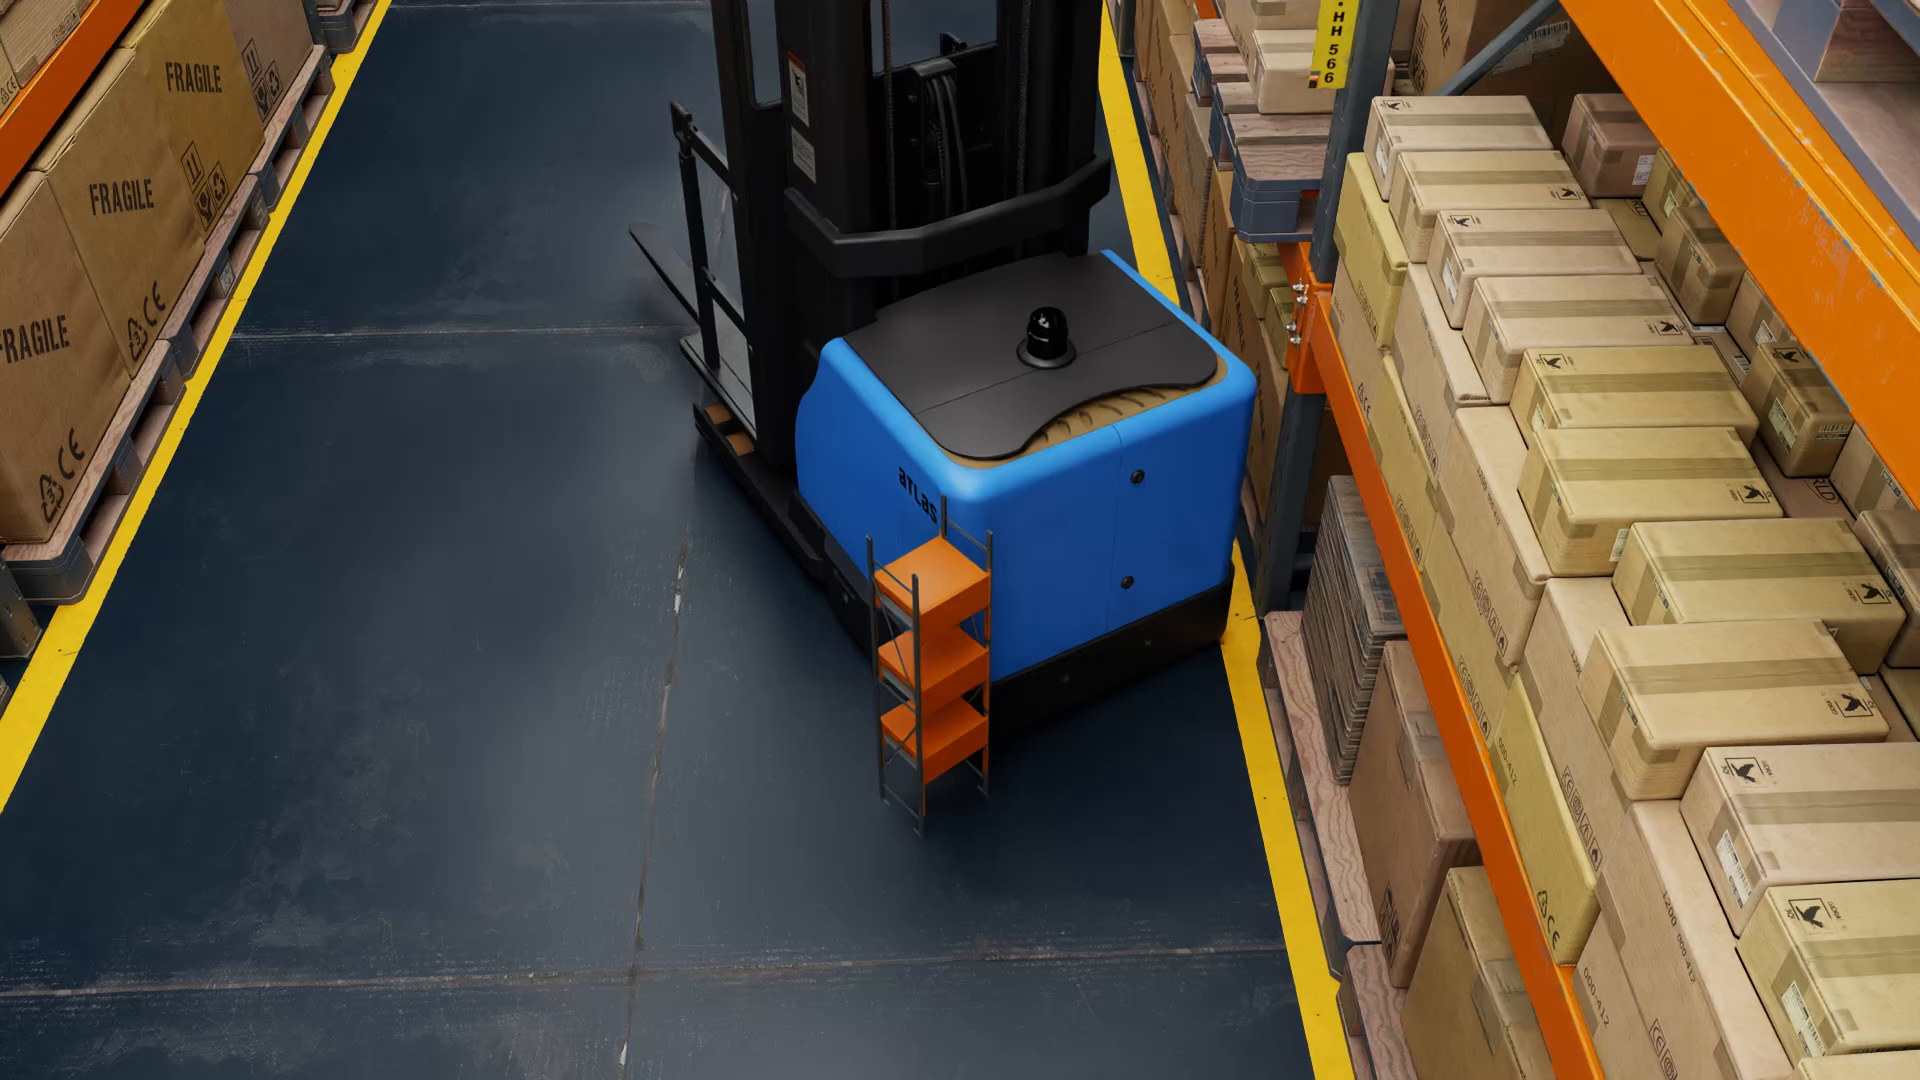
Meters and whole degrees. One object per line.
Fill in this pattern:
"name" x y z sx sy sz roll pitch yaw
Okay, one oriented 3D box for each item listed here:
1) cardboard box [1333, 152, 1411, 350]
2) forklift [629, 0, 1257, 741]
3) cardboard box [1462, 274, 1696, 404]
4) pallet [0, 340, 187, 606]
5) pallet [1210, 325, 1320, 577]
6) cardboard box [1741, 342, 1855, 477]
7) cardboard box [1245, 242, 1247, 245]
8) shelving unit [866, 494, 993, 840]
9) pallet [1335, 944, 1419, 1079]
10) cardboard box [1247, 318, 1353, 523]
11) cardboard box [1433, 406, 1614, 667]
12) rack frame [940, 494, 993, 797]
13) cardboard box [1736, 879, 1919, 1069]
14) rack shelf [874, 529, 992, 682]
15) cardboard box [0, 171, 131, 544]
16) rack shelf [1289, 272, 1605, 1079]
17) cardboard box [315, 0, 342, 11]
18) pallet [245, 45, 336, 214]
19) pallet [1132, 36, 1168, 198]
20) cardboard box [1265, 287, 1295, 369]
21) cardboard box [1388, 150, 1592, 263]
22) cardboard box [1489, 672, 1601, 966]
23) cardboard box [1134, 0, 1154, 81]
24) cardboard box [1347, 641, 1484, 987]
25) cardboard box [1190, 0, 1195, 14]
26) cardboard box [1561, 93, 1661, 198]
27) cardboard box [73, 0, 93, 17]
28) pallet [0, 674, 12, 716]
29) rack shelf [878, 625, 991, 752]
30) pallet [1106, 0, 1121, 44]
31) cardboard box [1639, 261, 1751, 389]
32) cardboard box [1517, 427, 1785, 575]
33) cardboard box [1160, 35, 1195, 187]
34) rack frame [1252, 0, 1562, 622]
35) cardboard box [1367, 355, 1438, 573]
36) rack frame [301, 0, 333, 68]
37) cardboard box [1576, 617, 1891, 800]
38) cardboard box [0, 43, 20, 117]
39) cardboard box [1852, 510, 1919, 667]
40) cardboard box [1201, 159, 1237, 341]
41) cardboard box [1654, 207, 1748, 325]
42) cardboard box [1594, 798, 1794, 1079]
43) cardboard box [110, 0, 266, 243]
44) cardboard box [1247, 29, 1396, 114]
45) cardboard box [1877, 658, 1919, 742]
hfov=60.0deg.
"cardboard box" 1.225 -0.714 4.051 0.500 0.250 0.500 -2 43 -2
"forklift" -0.315 -1.449 5.161 1.130 2.935 3.031 -21 47 -22
"cardboard box" 1.268 -0.416 3.430 0.380 0.149 0.250 -1 43 -1
"pallet" -3.442 -0.254 5.871 1.003 0.211 1.213 -2 43 -2
"pallet" 1.482 -0.370 5.997 1.003 0.211 1.213 -2 43 -2
"cardboard box" 1.778 -0.263 3.262 0.380 0.149 0.250 -2 43 -2
"cardboard box" 1.192 -1.054 5.739 0.380 0.149 0.250 -3 43 -3
"shelving unit" -0.077 0.373 4.566 0.252 1.050 0.215 -30 50 -28
"pallet" 1.520 1.514 3.942 1.003 0.211 1.213 -2 43 -2
"cardboard box" 1.243 -0.405 5.511 0.500 0.500 0.500 -1 43 -1
"cardboard box" 1.275 -0.023 3.296 0.500 0.250 0.500 -3 43 -3
"rack frame" 0.016 0.320 4.624 0.008 1.050 0.200 -30 50 -28
"cardboard box" 1.330 0.615 2.305 0.380 0.149 0.250 -3 43 -3
"rack shelf" -0.077 0.171 4.382 0.240 0.259 0.215 -30 50 -28
"cardboard box" -3.430 -0.588 5.433 0.875 0.875 0.875 -2 43 -2
"rack shelf" 1.560 0.723 3.274 1.077 0.370 4.000 -2 43 -2
"cardboard box" -3.573 -3.085 8.482 0.875 0.438 0.875 -2 43 -2
"pallet" -3.545 -1.901 7.668 1.003 0.211 1.213 -2 43 -2
"pallet" 1.378 -2.017 7.794 1.003 0.211 1.213 -2 43 -2
"cardboard box" 1.201 -0.691 5.343 0.380 0.149 0.250 -4 43 -4
"cardboard box" 1.207 -0.765 3.811 0.380 0.149 0.250 -1 43 -1
"cardboard box" 1.316 0.507 3.088 0.500 0.250 0.500 0 43 0
"cardboard box" 1.101 -2.493 7.789 0.500 0.500 0.500 0 43 0
"cardboard box" 1.524 0.690 4.224 0.875 0.625 0.625 0 43 0
"cardboard box" 1.192 -2.273 7.069 0.380 0.149 0.250 -2 43 -3
"cardboard box" 1.691 -0.955 4.018 0.380 0.149 0.250 0 43 0
"cardboard box" -3.333 -2.064 5.892 0.500 0.250 0.500 -2 43 -2
"pallet" -3.452 0.808 4.712 1.003 0.211 1.213 -2 43 -2
"rack shelf" -0.077 0.381 4.573 0.240 0.259 0.215 -30 50 -28
"pallet" 1.277 -3.029 8.898 1.003 0.211 1.213 -2 43 -2
"cardboard box" 1.796 -0.381 3.687 0.500 0.250 0.500 -1 43 -1
"cardboard box" 1.260 -0.074 3.057 0.380 0.149 0.250 -1 43 -1
"cardboard box" 1.151 -1.797 7.030 0.500 0.500 0.500 -3 43 -3
"rack frame" 1.475 -0.893 4.504 1.000 3.000 0.127 -2 43 -2
"cardboard box" 1.267 -0.191 3.850 0.500 0.250 0.500 -2 43 -3
"rack frame" -3.653 -3.448 7.292 1.000 3.000 0.127 -2 43 -2
"cardboard box" 1.236 0.269 2.683 0.380 0.149 0.250 -3 43 -3
"cardboard box" -3.292 -1.376 5.142 0.500 0.250 0.500 -3 43 -3
"cardboard box" 1.776 0.081 2.888 0.380 0.149 0.250 -1 43 -1
"cardboard box" 1.207 -1.097 6.266 0.500 0.500 0.500 0 43 0
"cardboard box" 1.764 -0.605 3.636 0.380 0.149 0.250 -2 43 -2
"cardboard box" 1.324 0.662 2.549 0.500 0.250 0.500 -1 43 -1
"cardboard box" -3.501 -1.794 6.749 0.875 0.875 0.875 -1 43 -1
"cardboard box" 1.064 -1.387 4.919 0.380 0.149 0.250 -1 43 -1
"cardboard box" 1.828 0.297 2.947 0.500 0.250 0.500 -2 43 -3
